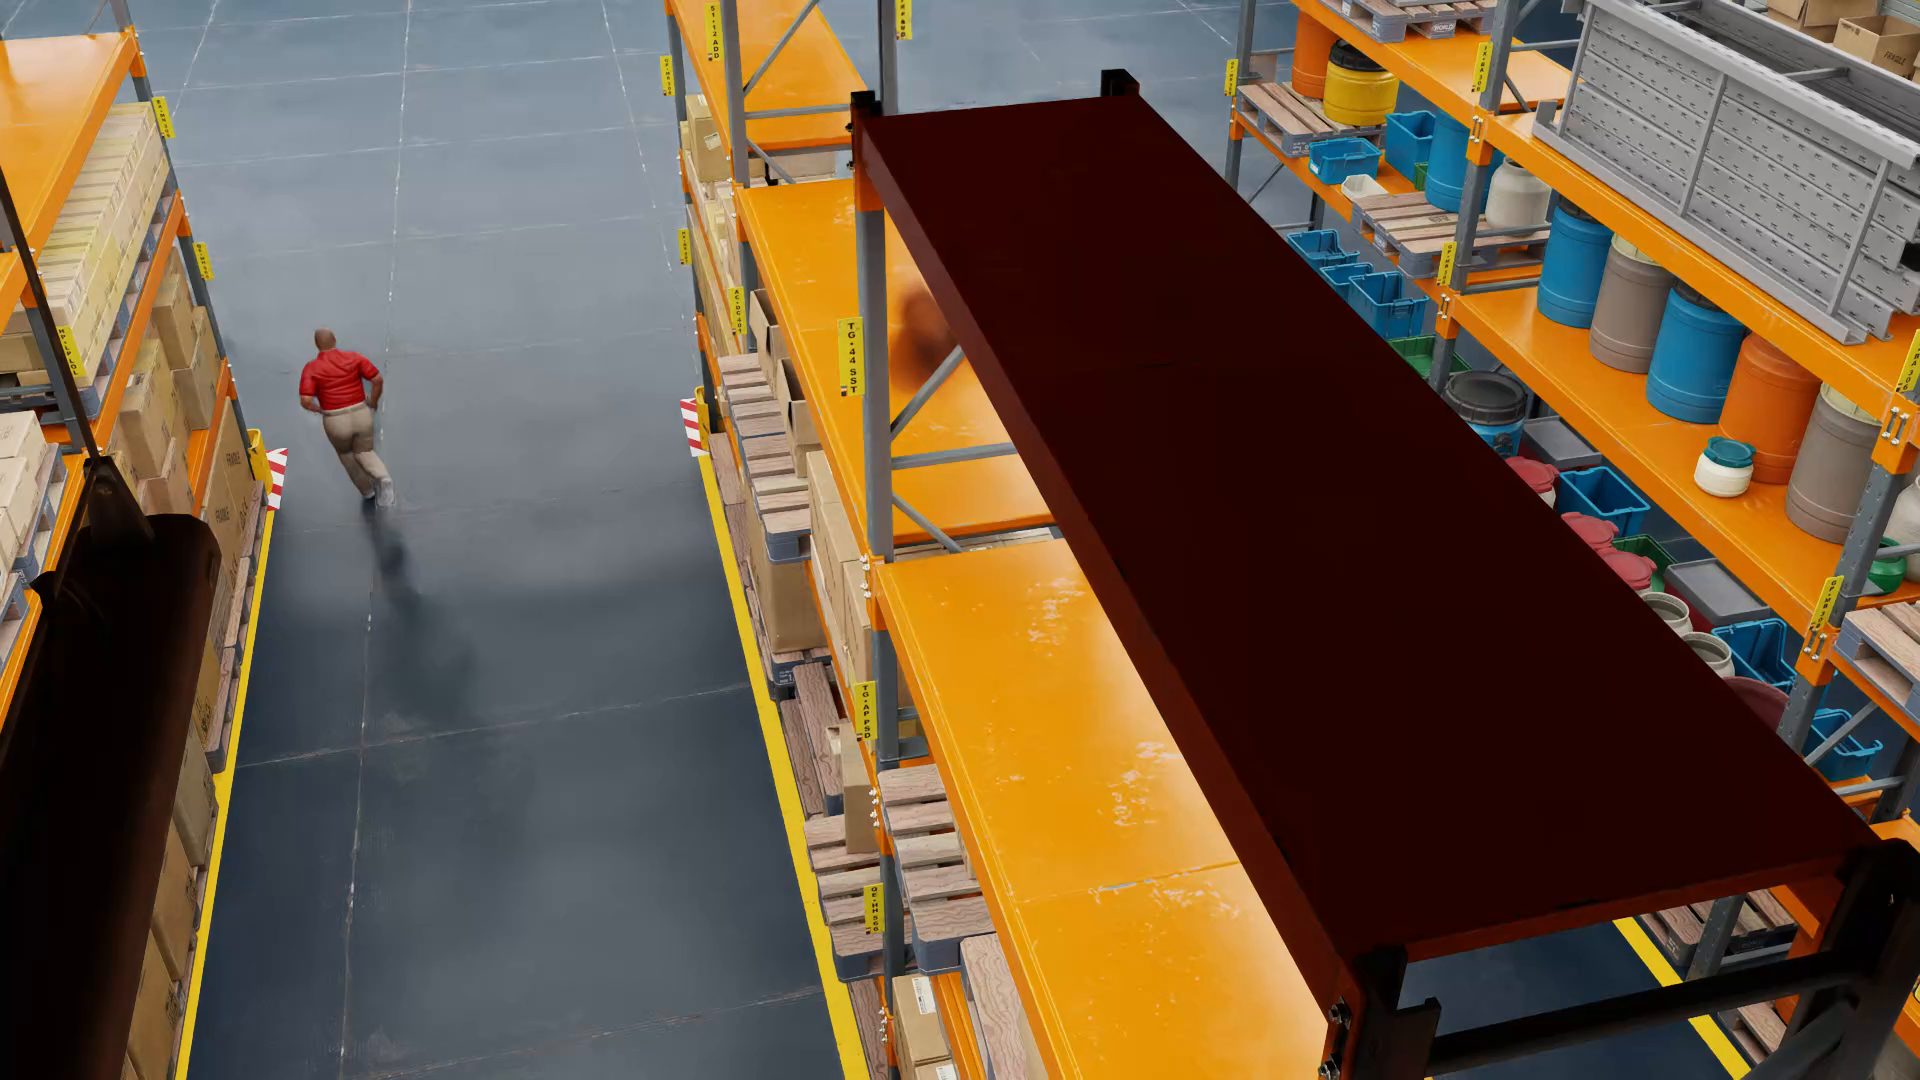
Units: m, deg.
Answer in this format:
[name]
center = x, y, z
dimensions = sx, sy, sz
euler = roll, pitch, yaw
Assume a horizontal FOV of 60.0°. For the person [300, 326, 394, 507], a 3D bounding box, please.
[person]
center = -5.167, -0.987, 14.079
dimensions = 0.683, 1.689, 0.792
euler = -23, 40, -29
